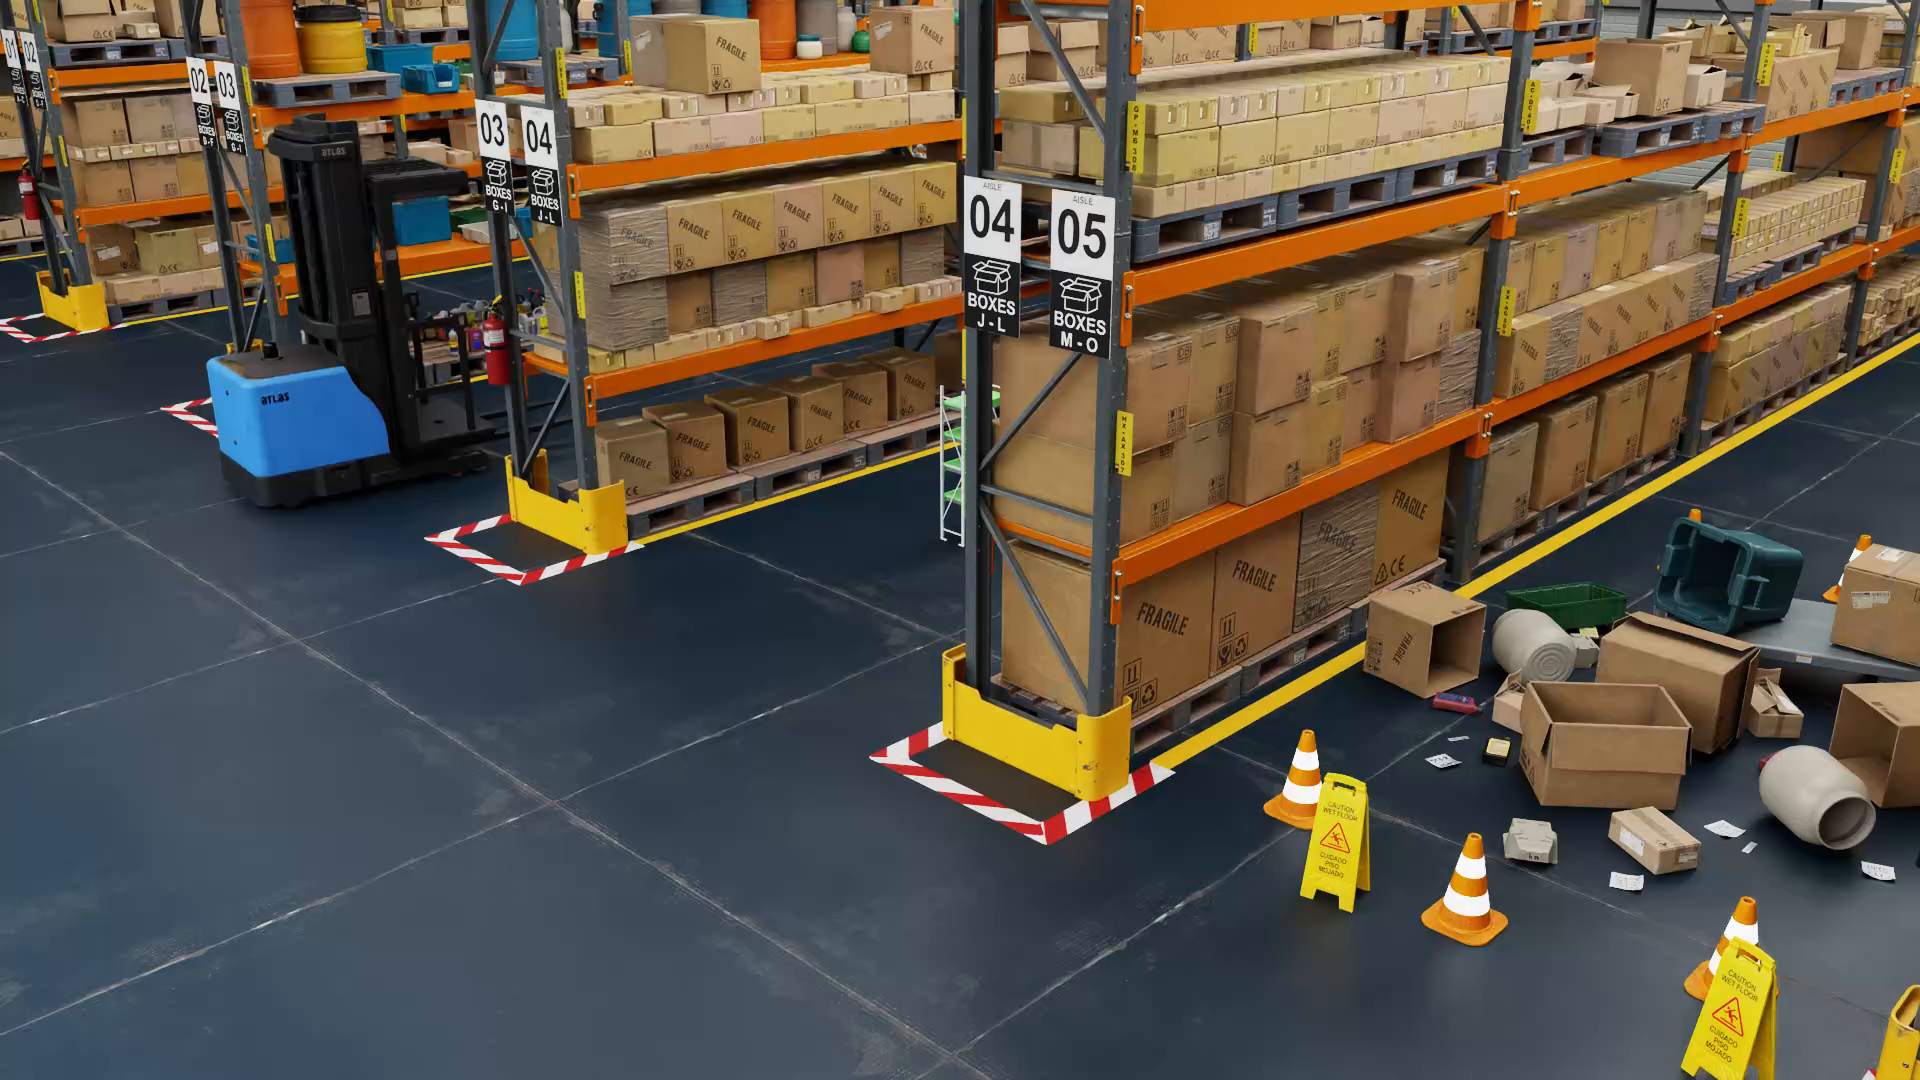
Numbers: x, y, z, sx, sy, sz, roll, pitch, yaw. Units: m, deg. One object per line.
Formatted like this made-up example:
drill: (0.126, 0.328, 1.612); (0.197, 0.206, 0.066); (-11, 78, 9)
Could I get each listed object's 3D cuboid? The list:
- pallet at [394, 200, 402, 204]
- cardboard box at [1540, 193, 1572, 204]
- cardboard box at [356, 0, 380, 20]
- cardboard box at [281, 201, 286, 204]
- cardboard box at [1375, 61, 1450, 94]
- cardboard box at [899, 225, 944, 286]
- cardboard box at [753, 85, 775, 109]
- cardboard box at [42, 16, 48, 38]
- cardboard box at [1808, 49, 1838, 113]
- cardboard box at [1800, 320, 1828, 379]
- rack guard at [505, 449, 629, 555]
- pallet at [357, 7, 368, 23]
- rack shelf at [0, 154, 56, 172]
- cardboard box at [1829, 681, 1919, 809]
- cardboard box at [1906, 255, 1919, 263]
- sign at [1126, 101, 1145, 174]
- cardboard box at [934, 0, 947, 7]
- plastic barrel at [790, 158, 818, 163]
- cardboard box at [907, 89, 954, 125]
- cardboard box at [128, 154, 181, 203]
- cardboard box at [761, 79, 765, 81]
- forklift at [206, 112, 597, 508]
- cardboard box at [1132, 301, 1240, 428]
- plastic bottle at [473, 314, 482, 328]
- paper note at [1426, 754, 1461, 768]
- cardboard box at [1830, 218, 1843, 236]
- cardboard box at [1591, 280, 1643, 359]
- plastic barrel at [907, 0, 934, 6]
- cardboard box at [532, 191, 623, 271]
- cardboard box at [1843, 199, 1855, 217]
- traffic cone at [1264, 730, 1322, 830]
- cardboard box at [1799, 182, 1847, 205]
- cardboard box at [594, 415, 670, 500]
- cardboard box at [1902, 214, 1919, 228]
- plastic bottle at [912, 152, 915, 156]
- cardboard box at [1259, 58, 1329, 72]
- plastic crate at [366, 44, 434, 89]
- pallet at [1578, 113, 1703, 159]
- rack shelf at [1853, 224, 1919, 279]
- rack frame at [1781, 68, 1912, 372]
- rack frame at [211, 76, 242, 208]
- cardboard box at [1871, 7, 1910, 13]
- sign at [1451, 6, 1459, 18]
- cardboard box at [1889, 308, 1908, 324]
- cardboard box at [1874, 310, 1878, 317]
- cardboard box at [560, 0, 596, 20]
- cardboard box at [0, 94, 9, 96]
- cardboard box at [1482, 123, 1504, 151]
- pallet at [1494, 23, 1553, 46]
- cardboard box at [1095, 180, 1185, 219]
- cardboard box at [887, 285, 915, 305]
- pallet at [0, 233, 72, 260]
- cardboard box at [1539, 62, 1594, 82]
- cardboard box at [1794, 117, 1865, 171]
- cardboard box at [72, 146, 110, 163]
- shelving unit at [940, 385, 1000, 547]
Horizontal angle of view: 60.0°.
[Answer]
pallet: (-9.518, -5.412, 26.360); (1.003, 0.211, 1.213); (19, 28, 41)
cardboard box: (7.718, -4.583, 22.693); (0.875, 0.875, 0.875); (19, 28, 41)
cardboard box: (-9.091, -8.374, 25.827); (0.637, 0.503, 0.797); (-15, 26, -35)
cardboard box: (-8.250, -4.050, 21.133); (0.500, 0.500, 0.500); (19, 28, 41)
cardboard box: (2.666, -2.742, 9.860); (0.250, 0.149, 0.380); (-20, 28, -41)
cardboard box: (-0.622, -2.564, 14.510); (0.875, 0.500, 0.500); (19, 28, 41)
cardboard box: (-1.624, -3.381, 12.663); (0.380, 0.149, 0.250); (19, 28, 40)
cardboard box: (-12.171, -7.056, 22.402); (0.500, 0.500, 0.500); (-18, 27, -39)
cardboard box: (7.287, -4.027, 14.549); (0.500, 0.500, 0.500); (19, 28, 41)
cardboard box: (8.106, -1.912, 16.266); (0.500, 0.500, 0.500); (18, 28, 39)
rack guard: (-3.001, -0.303, 12.666); (1.175, 0.500, 0.348); (19, 28, 41)
pallet: (-9.683, -7.910, 25.053); (1.213, 0.211, 1.003); (19, 28, 41)
rack shelf: (-12.306, -5.348, 23.310); (1.077, 0.370, 4.000); (19, 28, 41)
cardboard box: (5.114, 1.102, 9.006); (0.500, 0.500, 0.500); (-2, 21, -5)
cardboard box: (11.186, -3.189, 19.250); (0.250, 0.149, 0.380); (-20, 28, -41)
sign: (0.822, -1.888, 7.795); (0.100, 0.325, 0.005); (19, 28, 41)
cardboard box: (-0.560, -8.664, 26.964); (0.500, 0.250, 0.500); (19, 28, 41)
plastic barrel: (-1.881, -4.372, 19.614); (0.421, 0.512, 0.421); (0, 21, 0)
cardboard box: (-0.395, -3.626, 13.856); (0.500, 0.250, 0.500); (-19, 28, -40)
cardboard box: (-9.452, -4.230, 19.260); (0.500, 0.500, 0.700); (-19, 28, -41)
cardboard box: (-1.749, -3.569, 13.152); (0.250, 0.149, 0.380); (-19, 28, -41)
forklift: (-4.624, -2.036, 13.786); (3.031, 2.935, 1.130); (-16, 26, -36)
cardboard box: (1.033, -1.007, 9.300); (0.875, 0.550, 0.550); (19, 28, 41)
plastic bottle: (-5.114, -2.289, 17.636); (0.097, 0.201, 0.097); (0, 21, 0)
paper note: (2.710, 1.236, 9.318); (0.142, 0.017, 0.144); (-10, 23, -24)
cardboard box: (8.309, -3.064, 16.131); (0.380, 0.149, 0.250); (19, 28, 40)
cardboard box: (4.836, -1.714, 12.713); (0.500, 0.500, 0.500); (-20, 28, -41)
plastic barrel: (-0.624, -6.688, 20.430); (0.600, 0.830, 0.708); (19, 28, 41)
cardboard box: (-2.848, -2.306, 12.445); (0.500, 0.500, 0.500); (19, 28, 41)
cardboard box: (8.481, -3.265, 16.240); (0.380, 0.149, 0.250); (19, 28, 41)
traffic cone: (1.817, 1.220, 8.755); (0.336, 0.463, 0.334); (19, 28, 41)
cardboard box: (8.291, -3.337, 16.011); (0.380, 0.149, 0.250); (18, 27, 39)
cardboard box: (-2.607, -0.636, 12.947); (0.500, 0.500, 0.500); (-14, 25, -32)
cardboard box: (9.924, -3.425, 17.654); (0.250, 0.149, 0.380); (-20, 28, -41)
plastic bottle: (-0.598, -4.757, 20.943); (0.152, 0.276, 0.135); (19, 28, 41)
cardboard box: (2.012, -2.838, 10.110); (0.380, 0.149, 0.250); (20, 28, 41)
plastic crate: (-5.489, -4.648, 16.328); (0.392, 0.384, 0.575); (19, 28, 41)
pallet: (4.821, -3.084, 12.501); (1.213, 0.211, 1.003); (-19, 28, -40)
rack shelf: (10.195, -3.446, 18.362); (1.077, 0.370, 4.000); (19, 28, 41)
rack frame: (8.800, -3.268, 16.895); (1.000, 3.000, 0.127); (19, 28, 41)
rack frame: (-10.911, -6.198, 24.518); (1.000, 3.000, 0.127); (19, 28, 41)
cardboard box: (9.868, -5.575, 17.674); (0.380, 0.149, 0.250); (19, 28, 40)
sign: (5.712, -6.190, 19.158); (0.100, 0.325, 0.005); (19, 28, 41)
cardboard box: (10.160, -2.490, 18.260); (0.380, 0.149, 0.250); (18, 28, 39)
cardboard box: (9.539, -2.444, 17.726); (0.380, 0.149, 0.250); (19, 28, 40)
cardboard box: (-5.198, -7.243, 22.681); (0.500, 0.250, 0.500); (-19, 28, -41)
cardboard box: (-13.167, -5.760, 22.516); (0.500, 0.500, 0.500); (-20, 29, -41)
cardboard box: (3.194, -2.563, 10.506); (0.380, 0.149, 0.250); (19, 28, 40)
pallet: (6.746, -6.413, 21.022); (1.003, 0.211, 1.213); (19, 28, 41)
cardboard box: (0.898, -1.716, 8.304); (0.380, 0.149, 0.250); (20, 28, 41)
cardboard box: (-0.602, -2.121, 14.263); (0.380, 0.149, 0.250); (19, 28, 41)
pallet: (-13.056, -4.087, 22.915); (1.003, 0.211, 1.213); (19, 28, 41)
cardboard box: (4.639, -3.449, 12.585); (0.500, 0.311, 0.500); (19, 28, 40)
cardboard box: (8.934, -4.108, 17.135); (0.500, 0.500, 0.500); (18, 27, 39)
cardboard box: (-9.721, -4.327, 18.608); (0.380, 0.149, 0.250); (19, 28, 40)
shelving unit: (0.115, -0.603, 12.470); (0.258, 1.200, 0.503); (19, 28, 41)
